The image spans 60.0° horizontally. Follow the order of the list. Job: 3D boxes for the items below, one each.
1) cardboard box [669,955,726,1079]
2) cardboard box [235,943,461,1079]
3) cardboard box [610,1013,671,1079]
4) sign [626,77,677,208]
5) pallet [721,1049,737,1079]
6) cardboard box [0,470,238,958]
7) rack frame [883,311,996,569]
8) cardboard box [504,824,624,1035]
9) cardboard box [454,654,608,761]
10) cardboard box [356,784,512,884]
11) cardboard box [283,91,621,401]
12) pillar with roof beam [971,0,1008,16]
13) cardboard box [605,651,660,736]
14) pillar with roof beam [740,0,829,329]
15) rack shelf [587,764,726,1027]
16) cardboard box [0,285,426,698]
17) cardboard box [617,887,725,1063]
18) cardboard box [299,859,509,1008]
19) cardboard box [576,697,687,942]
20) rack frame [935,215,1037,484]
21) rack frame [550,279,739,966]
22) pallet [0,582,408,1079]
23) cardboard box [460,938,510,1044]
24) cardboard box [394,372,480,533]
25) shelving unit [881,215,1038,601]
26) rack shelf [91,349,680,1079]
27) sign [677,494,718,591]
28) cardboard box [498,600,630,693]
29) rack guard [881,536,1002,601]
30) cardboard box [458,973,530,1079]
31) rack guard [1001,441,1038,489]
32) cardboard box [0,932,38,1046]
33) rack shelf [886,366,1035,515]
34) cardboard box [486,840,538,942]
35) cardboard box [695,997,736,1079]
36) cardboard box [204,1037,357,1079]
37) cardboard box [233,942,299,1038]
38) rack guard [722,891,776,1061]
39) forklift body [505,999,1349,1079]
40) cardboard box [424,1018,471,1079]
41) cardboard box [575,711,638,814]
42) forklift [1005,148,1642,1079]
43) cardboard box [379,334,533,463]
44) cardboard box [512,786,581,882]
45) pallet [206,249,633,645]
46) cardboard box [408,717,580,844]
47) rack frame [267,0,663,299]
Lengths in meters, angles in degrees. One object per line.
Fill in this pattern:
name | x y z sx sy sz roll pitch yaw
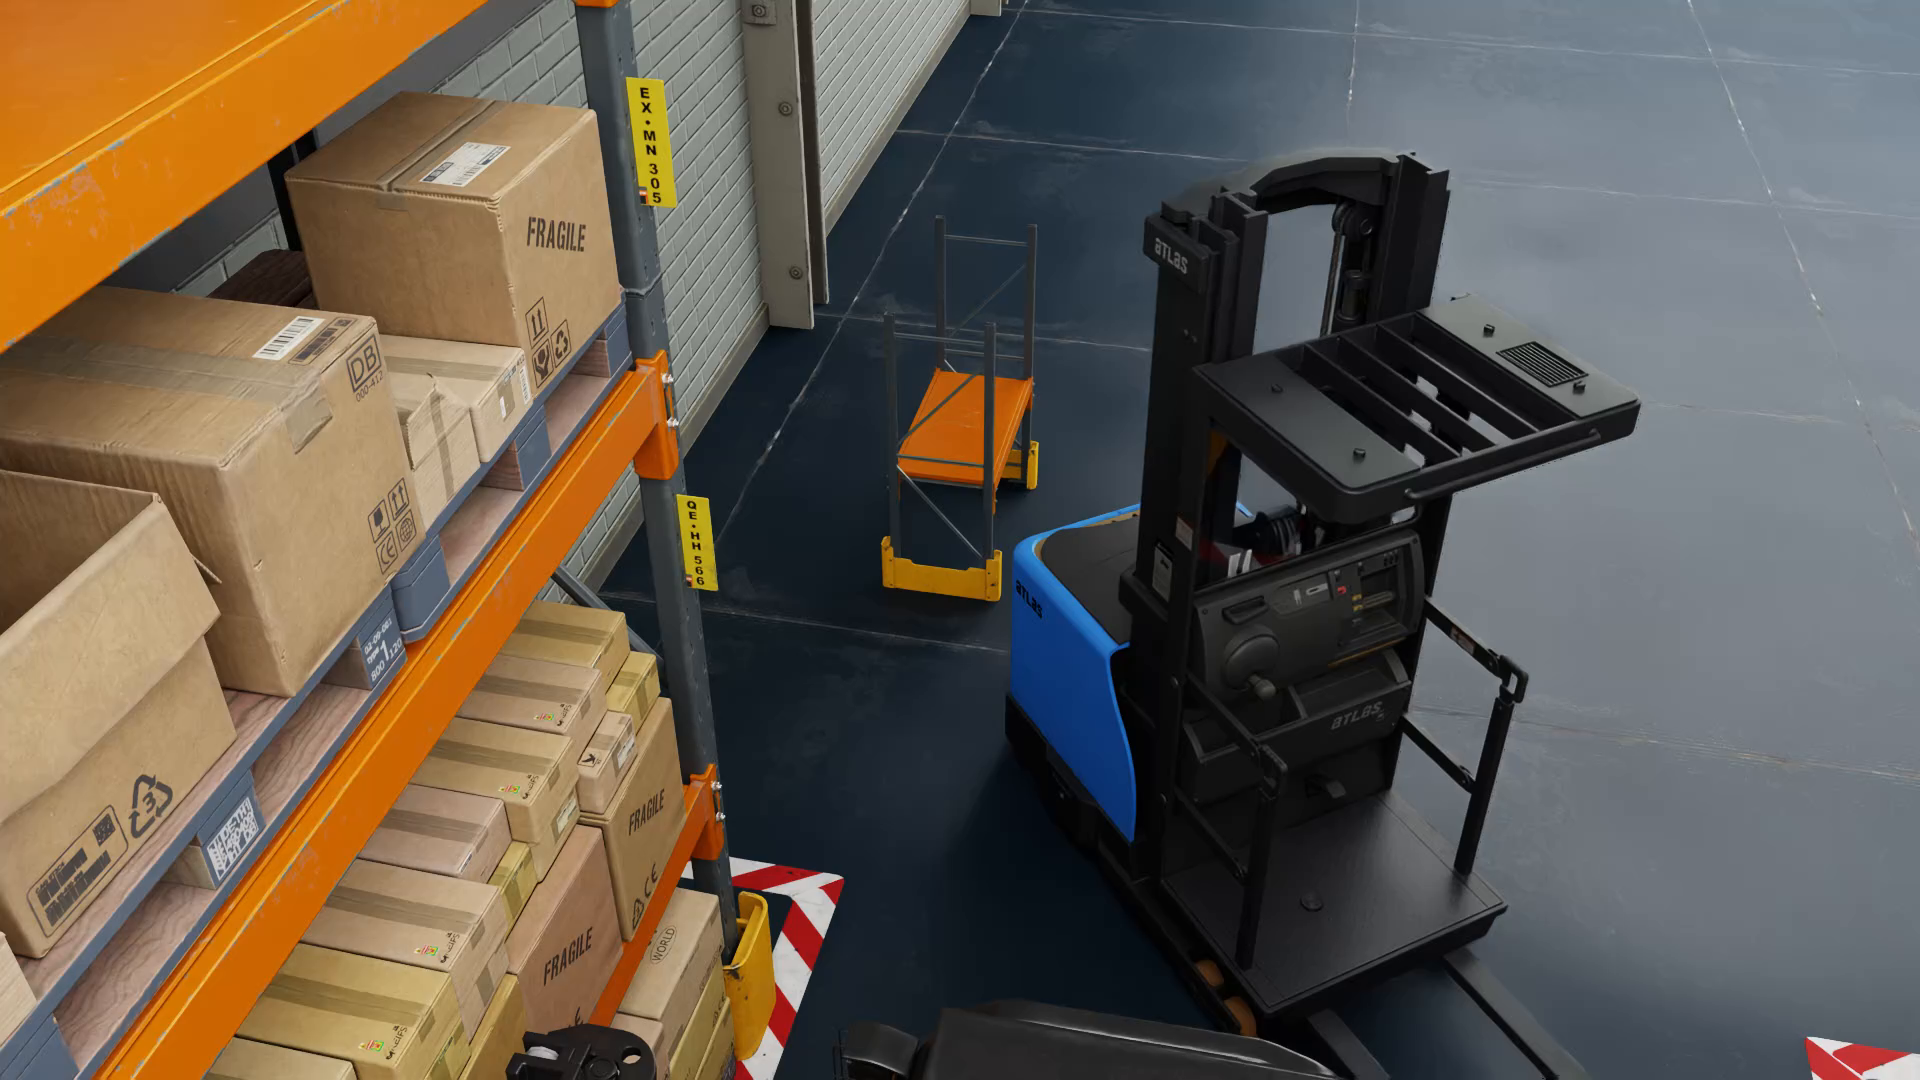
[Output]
cardboard box | -1.080 1.558 5.374 0.500 0.250 0.500 7 36 9
cardboard box | -1.327 1.051 3.622 0.380 0.149 0.250 8 37 11
cardboard box | -1.178 1.634 4.843 0.500 0.250 0.500 8 37 11
sign | -0.754 -0.966 4.054 0.100 0.325 0.005 7 37 10
pallet | -1.404 2.072 5.482 1.003 0.211 1.213 7 37 10
cardboard box | -1.617 0.222 2.571 0.797 0.503 0.637 8 37 11
rack frame | -0.090 -0.365 7.745 0.500 1.500 0.032 7 37 10
cardboard box | -1.250 1.070 4.403 0.500 0.500 0.500 8 37 11
cardboard box | -1.174 0.452 4.448 0.380 0.149 0.250 7 37 10
cardboard box | -1.330 0.739 4.053 0.380 0.149 0.250 8 37 10
cardboard box | -1.138 -0.682 3.821 0.500 0.500 0.500 8 37 11
pillar with roof beam | 4.458 -7.984 11.868 9.100 9.000 0.400 7 37 10
cardboard box | -1.082 0.430 4.733 0.380 0.149 0.250 8 37 11
pillar with roof beam | 3.177 -4.544 7.122 9.100 9.000 0.400 7 37 10
rack shelf | -1.709 1.937 3.905 1.077 0.370 4.000 7 37 10
cardboard box | -1.454 -0.108 3.028 0.700 0.500 0.500 8 37 10
cardboard box | -1.075 1.341 5.248 0.500 0.250 0.500 8 37 12
cardboard box | -1.277 0.903 3.827 0.380 0.149 0.250 8 37 11
cardboard box | -1.130 0.774 4.812 0.500 0.500 0.500 7 36 9
rack frame | 0.127 -0.948 8.550 0.500 1.500 0.032 7 37 10
rack frame | -1.281 0.499 5.276 1.000 3.000 0.127 7 37 10
pallet | -1.716 0.424 2.899 1.003 0.211 1.213 7 37 10
cardboard box | -1.298 1.021 3.918 0.380 0.149 0.250 6 36 8
cardboard box | -1.216 -0.213 3.374 0.396 0.266 0.258 7 37 10
shelving unit | 0.016 -0.651 8.140 0.587 1.500 1.083 7 37 10
rack shelf | -1.709 0.722 3.024 1.077 0.370 4.000 7 37 10
sign | -0.754 0.010 4.761 0.100 0.325 0.005 7 37 10
cardboard box | -1.152 0.307 4.649 0.380 0.149 0.250 7 37 10
rack guard | -0.090 0.141 8.113 0.587 0.250 0.087 7 37 10
cardboard box | -1.359 1.364 3.997 0.500 0.500 0.500 7 36 9
rack guard | 0.123 -0.430 8.901 0.587 0.250 0.087 7 37 10
cardboard box | -1.522 0.609 2.240 0.396 0.266 0.258 6 36 9
rack shelf | 0.018 -0.511 8.253 0.538 0.185 1.000 7 37 10
cardboard box | -1.287 0.862 4.137 0.380 0.149 0.250 7 37 10
cardboard box | -1.073 1.751 5.533 0.500 0.250 0.500 8 37 10
cardboard box | -1.474 1.187 3.434 0.380 0.149 0.250 8 37 11
cardboard box | -1.851 1.298 4.088 0.500 0.500 0.500 7 37 10
rack guard | -1.276 1.497 6.028 1.175 0.500 0.348 7 37 10
forklift body | 0.096 2.158 3.709 2.313 2.155 1.214 7 37 10
cardboard box | -1.332 1.168 3.714 0.380 0.149 0.250 8 37 10
cardboard box | -1.107 0.580 4.526 0.380 0.149 0.250 8 37 11
forklift | 1.314 0.329 5.569 1.130 2.935 3.031 -17 39 -22
cardboard box | -1.162 -0.311 3.609 0.380 0.149 0.250 6 36 9
cardboard box | -1.223 0.721 4.331 0.380 0.149 0.250 8 37 11
pallet | -1.458 -0.278 3.866 1.003 0.211 1.213 7 37 10
cardboard box | -1.204 0.606 4.237 0.380 0.149 0.250 8 37 11
rack frame | -1.281 -1.930 3.515 1.000 3.000 0.127 7 37 10
